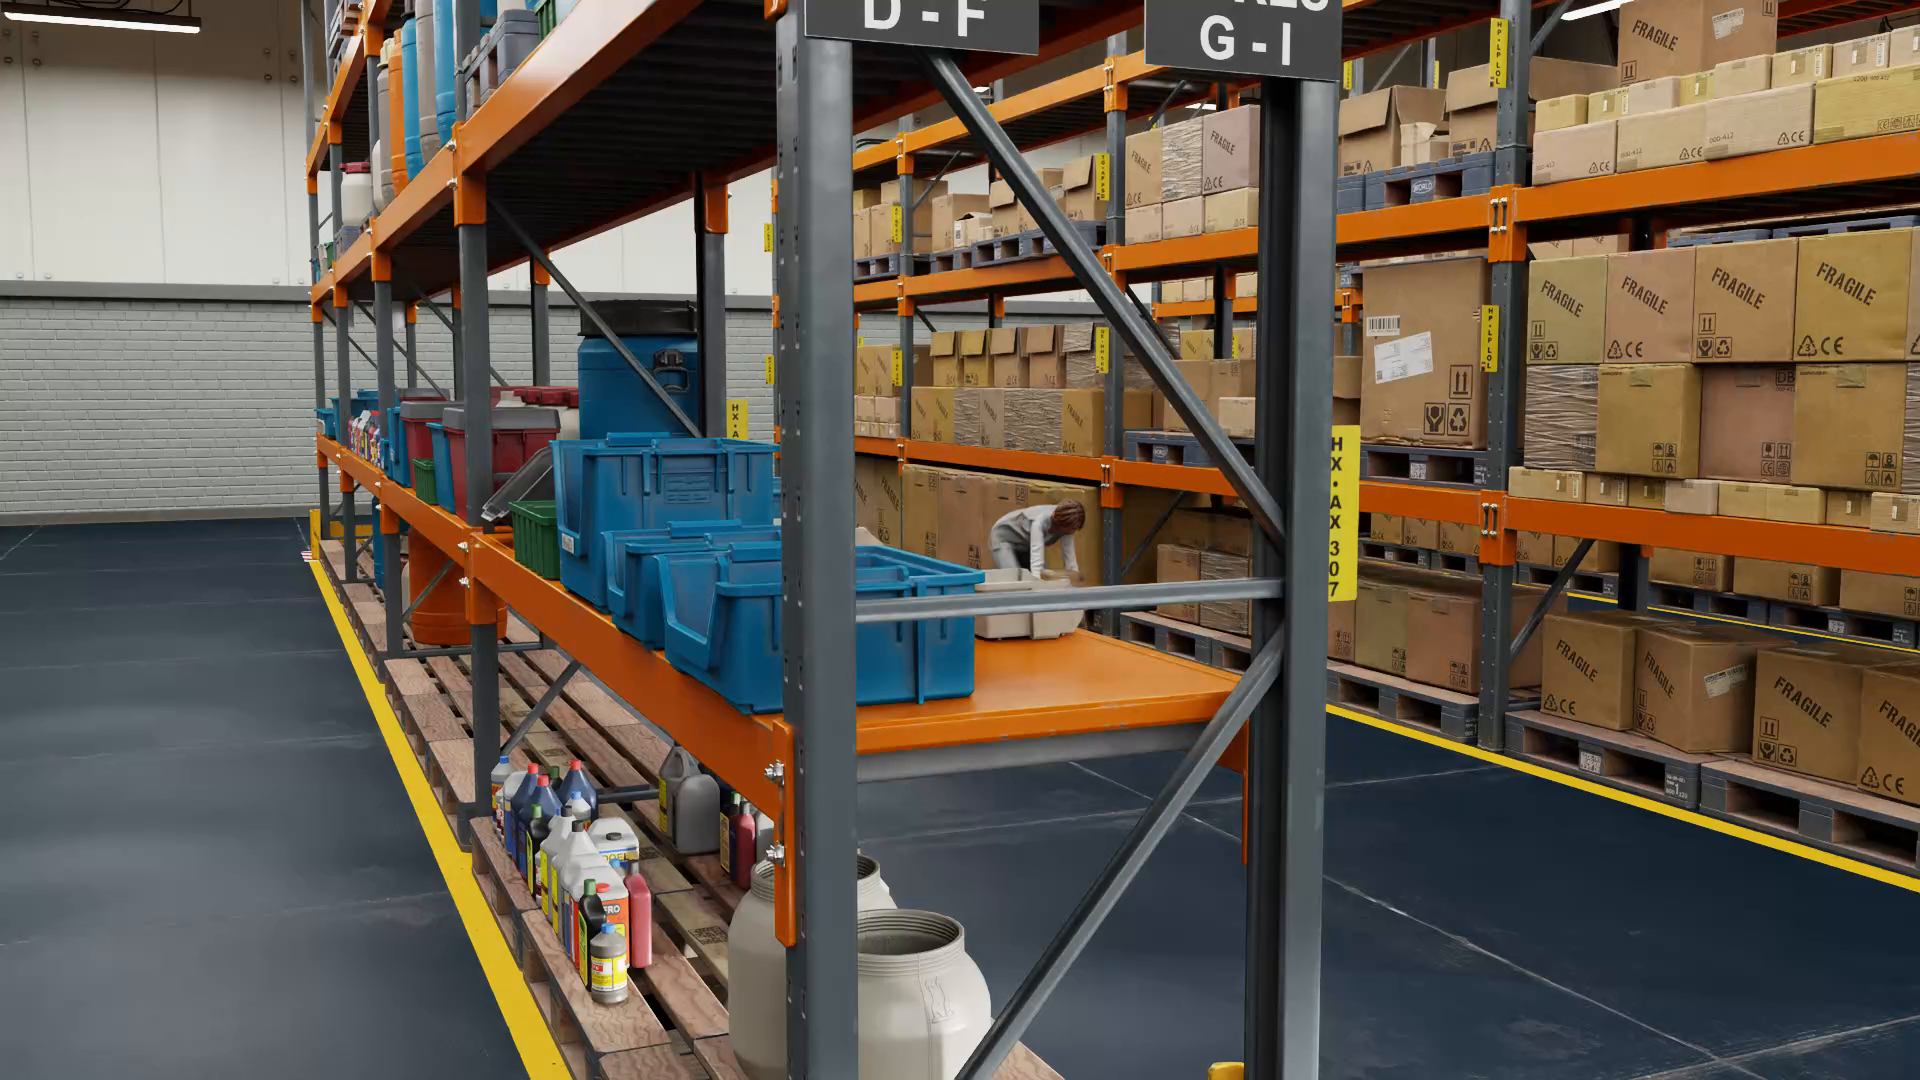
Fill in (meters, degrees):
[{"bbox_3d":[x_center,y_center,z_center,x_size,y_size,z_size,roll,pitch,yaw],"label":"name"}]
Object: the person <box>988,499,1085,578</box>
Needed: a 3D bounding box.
[{"bbox_3d":[0.529,0.262,11.102,0.402,1.098,0.845,-4,7,-37],"label":"person"}]
